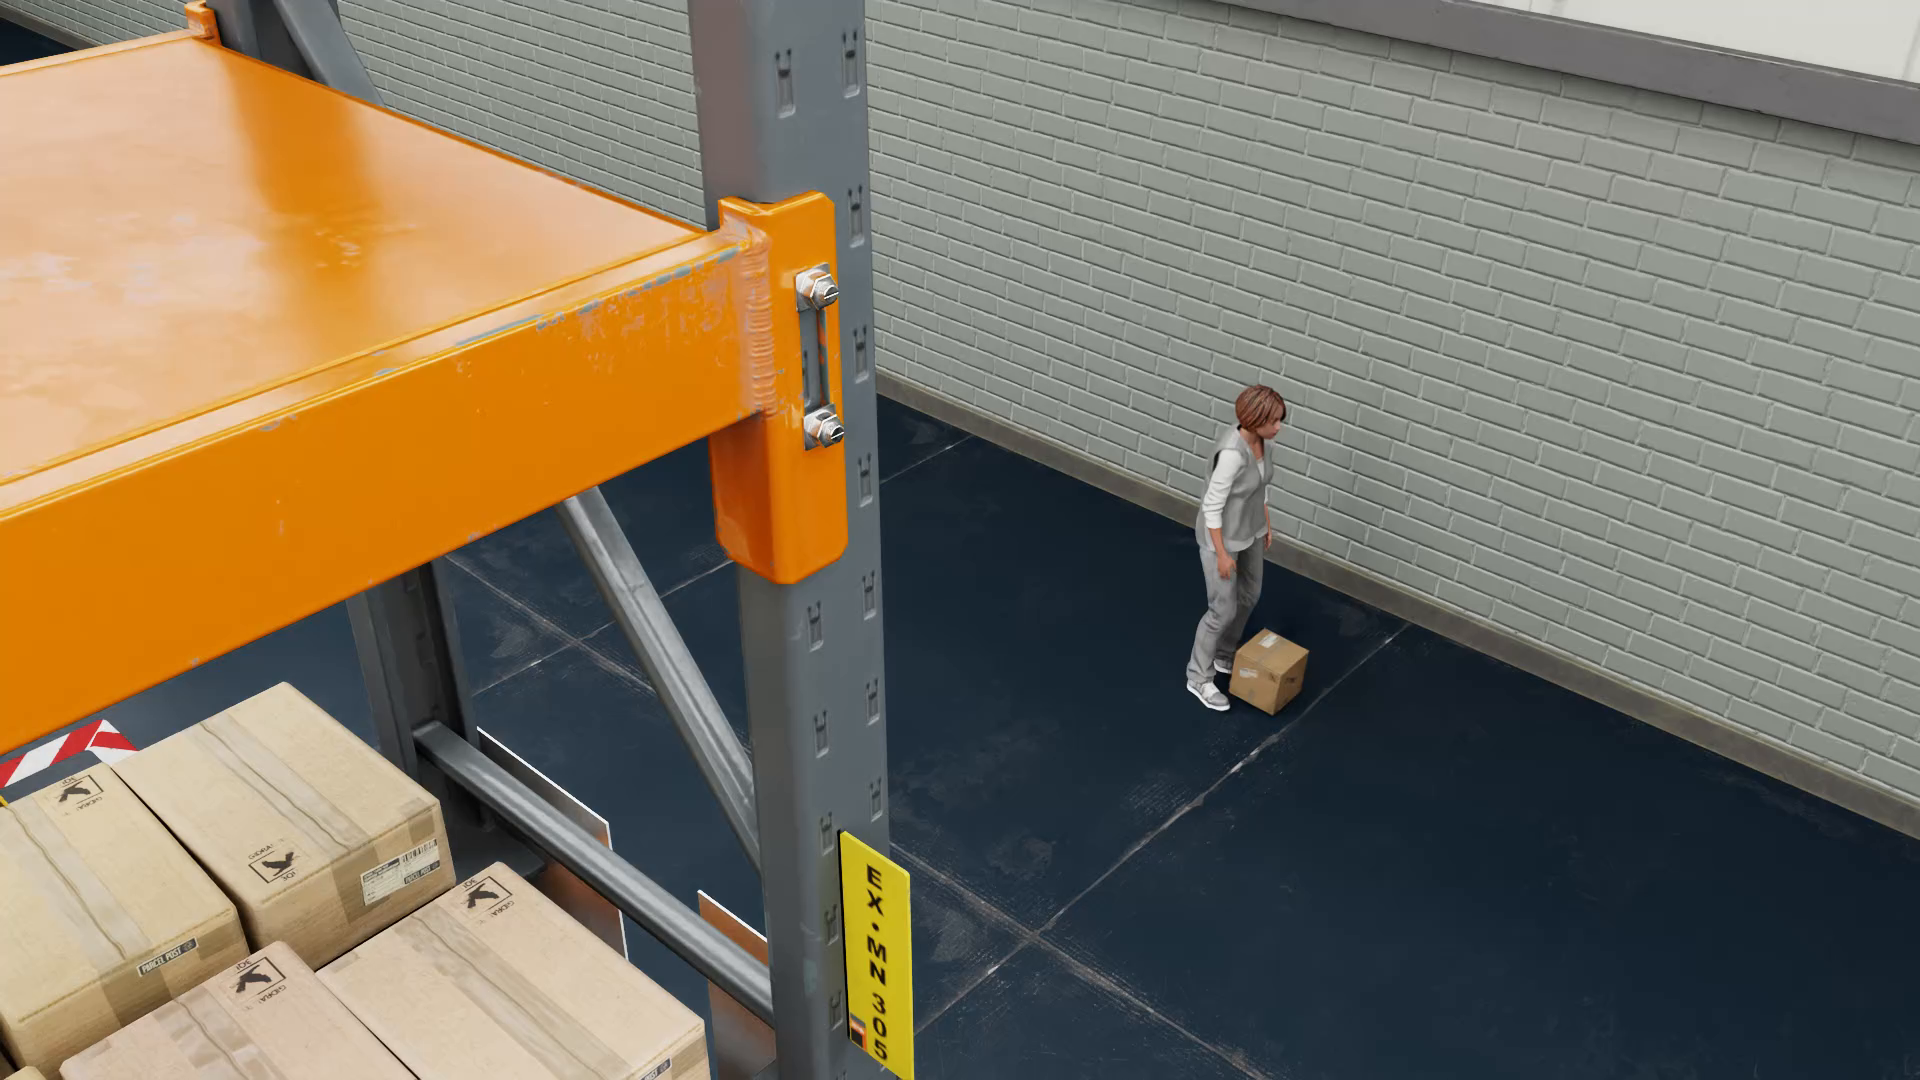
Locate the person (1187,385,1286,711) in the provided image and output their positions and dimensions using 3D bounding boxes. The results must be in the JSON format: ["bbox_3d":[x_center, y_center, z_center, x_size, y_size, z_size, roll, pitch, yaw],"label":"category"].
[{"bbox_3d":[1.265,0.005,7.636,0.345,1.594,0.459,24,39,33],"label":"person"}]
